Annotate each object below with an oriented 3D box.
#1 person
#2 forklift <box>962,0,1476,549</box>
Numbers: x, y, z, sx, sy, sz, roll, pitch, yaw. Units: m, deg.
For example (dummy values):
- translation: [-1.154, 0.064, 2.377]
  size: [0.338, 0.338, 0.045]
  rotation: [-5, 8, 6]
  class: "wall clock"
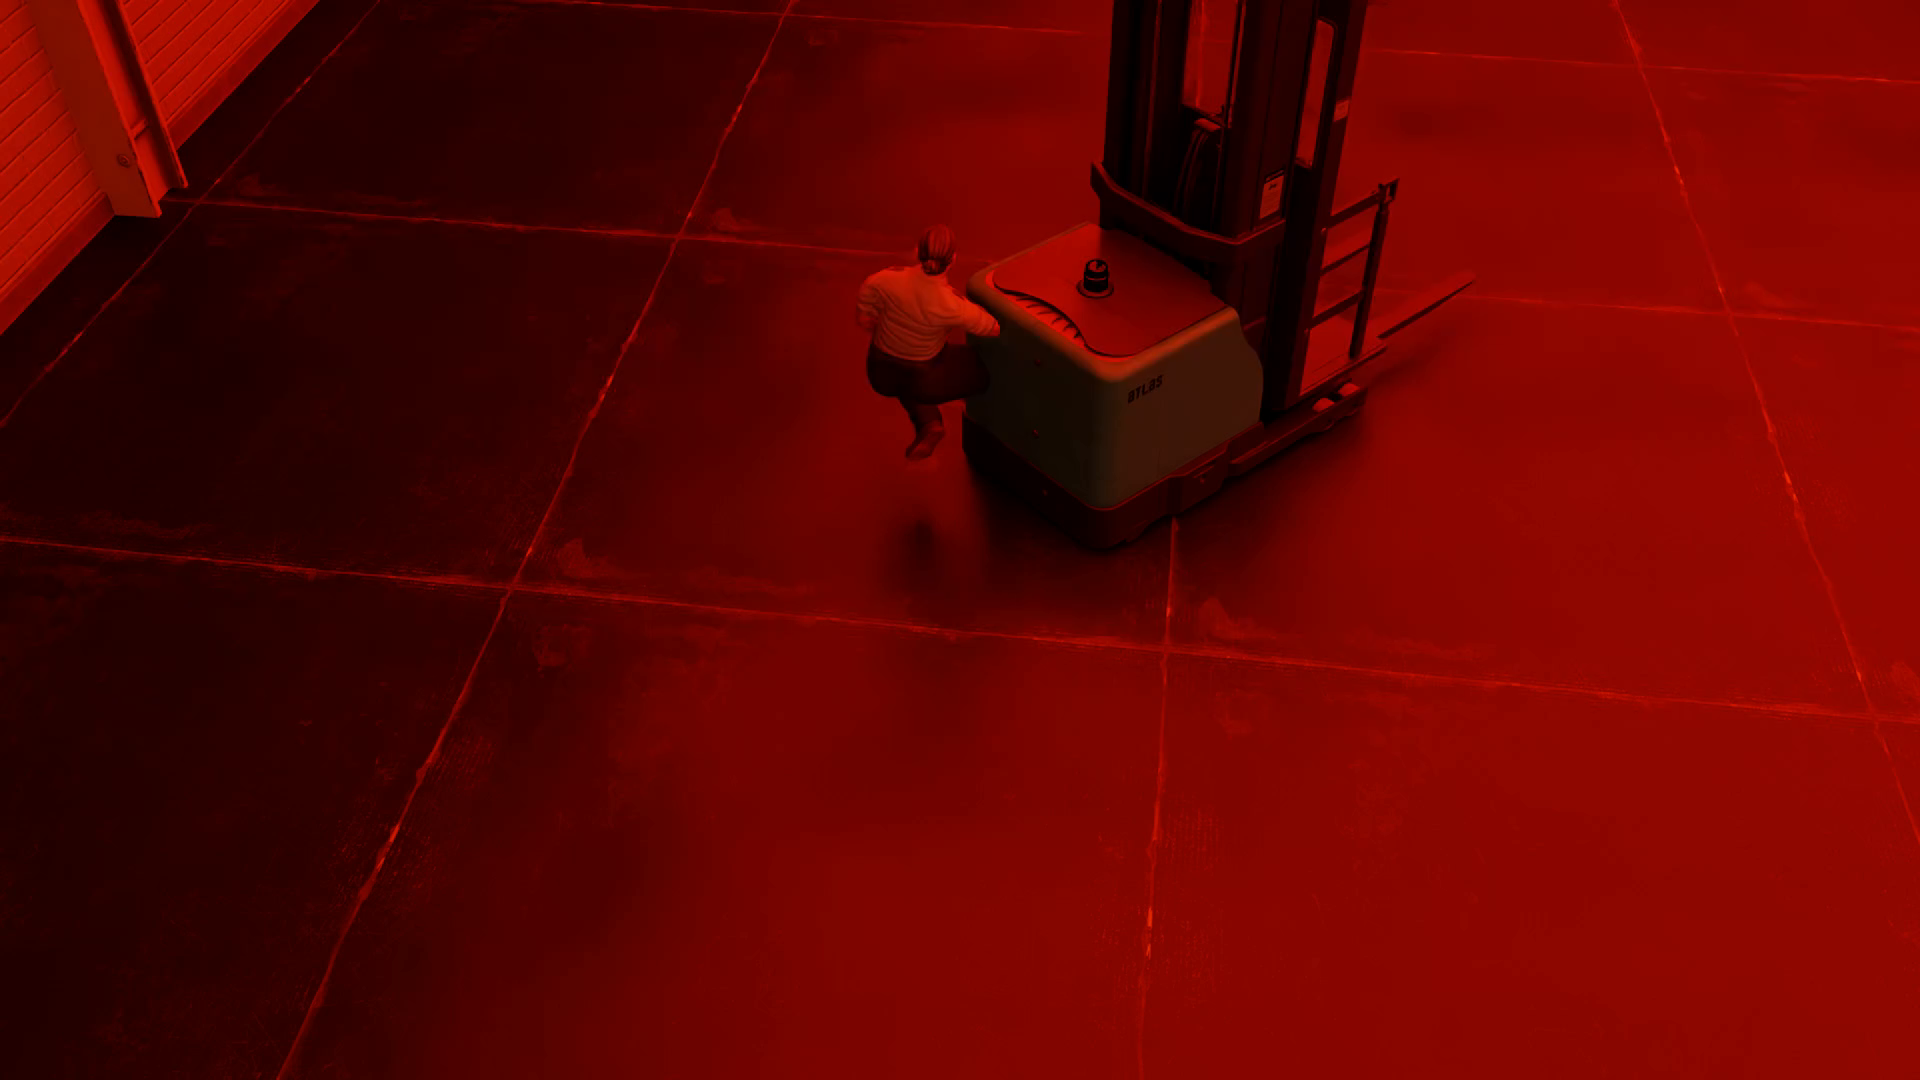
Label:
- translation: [-0.056, -0.923, 7.697]
  size: [0.762, 1.402, 0.620]
  rotation: [13, 44, 14]
  class: "person"
- translation: [1.466, -1.885, 7.776]
  size: [3.031, 2.935, 1.130]
  rotation: [-29, 50, -28]
  class: "forklift"
